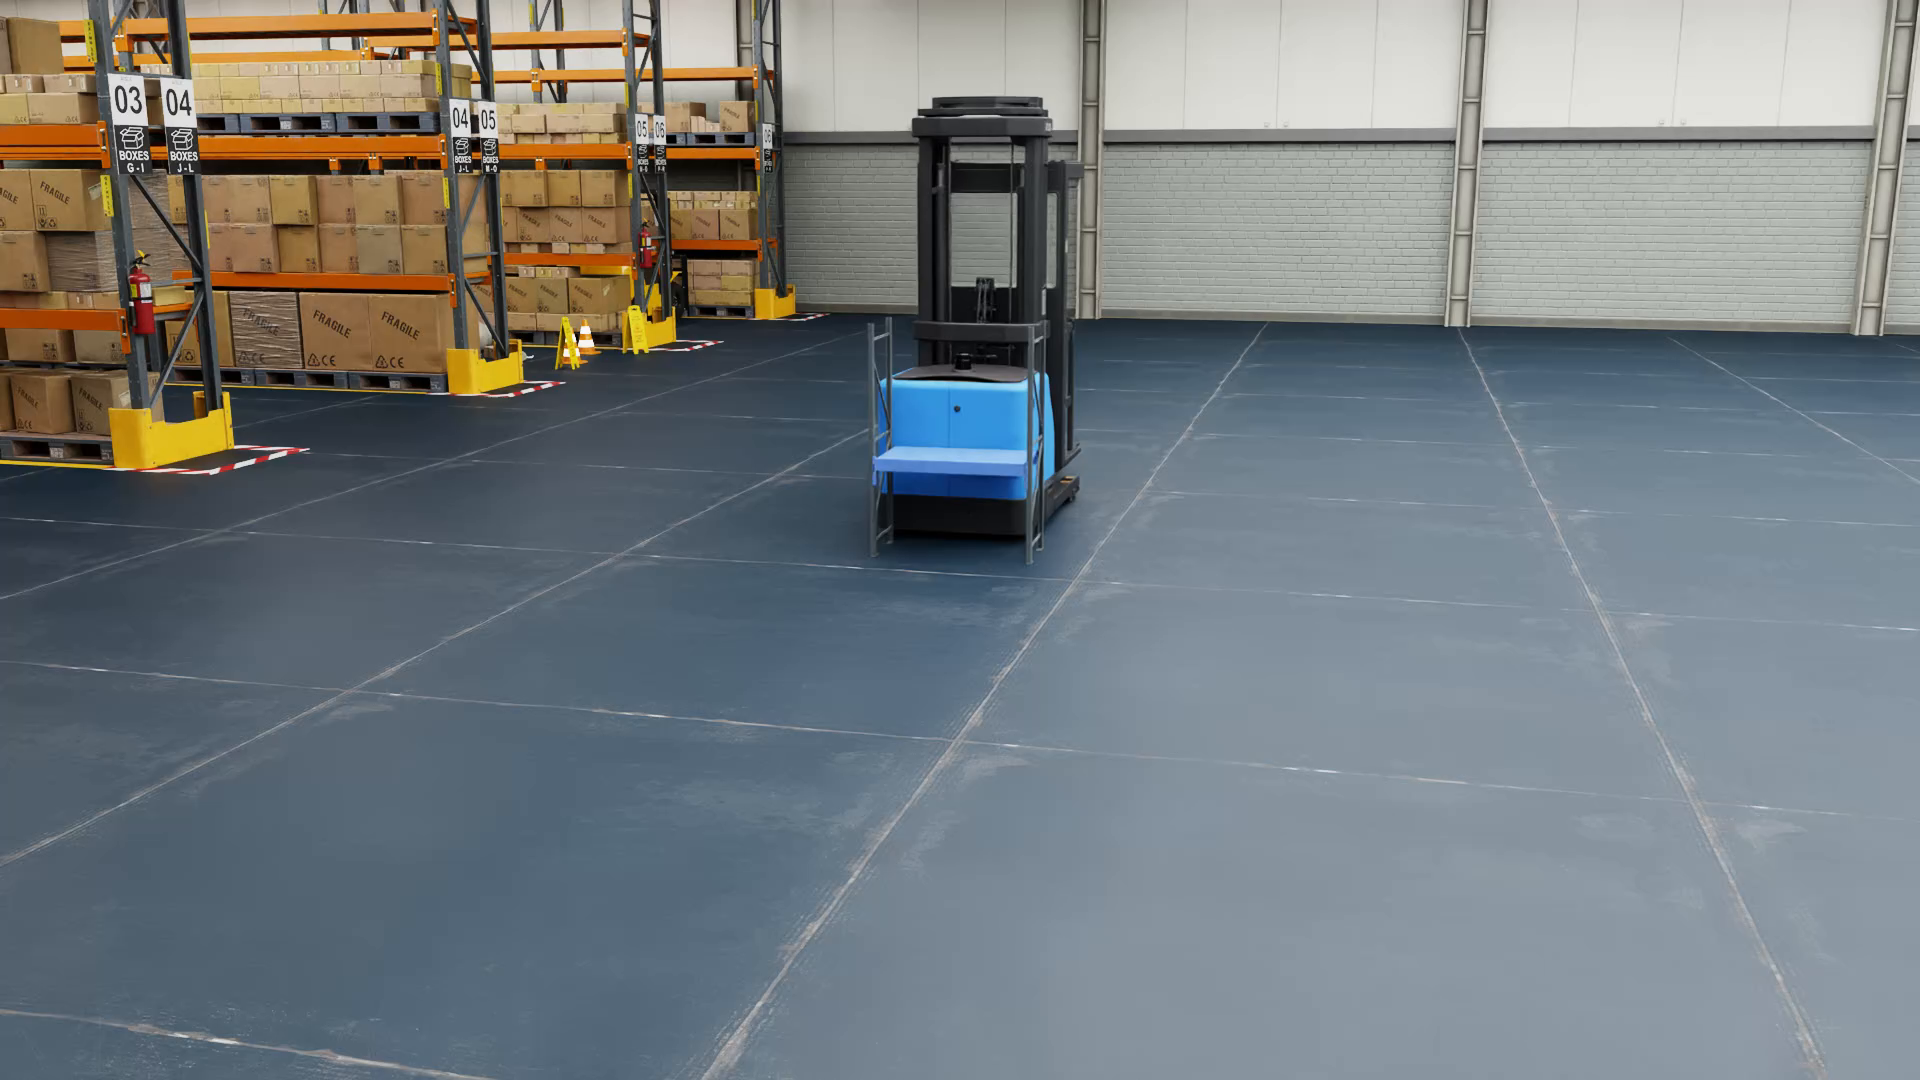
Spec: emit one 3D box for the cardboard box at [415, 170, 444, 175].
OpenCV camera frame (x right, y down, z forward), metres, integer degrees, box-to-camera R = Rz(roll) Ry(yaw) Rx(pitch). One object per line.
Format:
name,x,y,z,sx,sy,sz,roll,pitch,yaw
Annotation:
cardboard box,-7.394,-5.056,23.870,0.500,0.500,0.700,3,13,14

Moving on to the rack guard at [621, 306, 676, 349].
rack guard,-4.450,-3.049,23.823,0.348,0.500,1.175,3,13,14

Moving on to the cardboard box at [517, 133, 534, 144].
cardboard box,-6.026,-5.639,23.381,0.250,0.149,0.380,3,13,12

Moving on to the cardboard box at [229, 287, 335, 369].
cardboard box,-7.878,-2.501,19.519,0.875,0.875,0.875,3,13,14

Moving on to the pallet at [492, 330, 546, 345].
pallet,-6.411,-3.022,24.365,1.213,0.211,1.003,3,13,14

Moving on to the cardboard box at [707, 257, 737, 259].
cardboard box,-4.098,-4.750,28.789,0.500,0.250,0.500,3,13,14

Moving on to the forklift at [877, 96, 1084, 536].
forklift,0.293,-1.731,12.267,1.130,2.935,3.031,3,13,14

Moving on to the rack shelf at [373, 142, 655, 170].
rack shelf,-6.318,-5.483,23.755,4.000,0.370,1.077,3,13,14

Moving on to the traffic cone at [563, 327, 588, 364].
traffic cone,-5.039,-2.527,21.555,0.334,0.463,0.336,3,13,14

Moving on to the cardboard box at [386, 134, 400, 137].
cardboard box,-8.013,-5.746,23.864,0.250,0.149,0.380,3,13,13

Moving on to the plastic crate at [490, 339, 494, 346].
plastic crate,-6.932,-2.794,23.642,0.583,0.080,0.402,-1,13,-6

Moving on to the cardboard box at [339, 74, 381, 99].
cardboard box,-6.492,-5.002,18.389,0.500,0.250,0.500,3,13,14

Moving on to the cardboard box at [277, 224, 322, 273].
cardboard box,-7.413,-3.401,19.289,0.500,0.550,0.875,3,13,14

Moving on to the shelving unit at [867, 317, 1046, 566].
shelving unit,-0.015,-0.646,10.682,1.048,1.500,0.538,3,13,12

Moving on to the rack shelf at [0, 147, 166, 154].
rack shelf,-11.289,-4.644,19.975,4.000,0.370,1.077,3,13,14

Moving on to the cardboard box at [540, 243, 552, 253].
cardboard box,-5.779,-4.175,23.705,0.250,0.149,0.380,3,13,14

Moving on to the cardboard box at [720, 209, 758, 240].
cardboard box,-3.731,-5.329,28.095,0.500,0.500,0.500,3,13,12

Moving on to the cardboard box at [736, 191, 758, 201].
cardboard box,-3.589,-5.795,28.011,0.250,0.149,0.380,3,13,14

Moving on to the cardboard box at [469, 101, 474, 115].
cardboard box,-5.720,-4.900,18.849,0.250,0.149,0.380,3,13,14

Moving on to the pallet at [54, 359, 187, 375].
pallet,-10.115,-2.090,20.166,1.213,0.211,1.003,3,13,14

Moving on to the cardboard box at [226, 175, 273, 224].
cardboard box,-7.945,-3.940,19.228,0.550,0.550,0.875,3,13,14

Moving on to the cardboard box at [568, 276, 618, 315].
cardboard box,-5.217,-3.481,23.646,0.500,0.500,0.500,3,13,14

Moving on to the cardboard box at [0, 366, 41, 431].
cardboard box,-8.545,-1.263,14.800,0.500,0.500,0.500,4,13,19

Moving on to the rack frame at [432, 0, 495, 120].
rack frame,-5.464,-6.148,18.169,0.127,3.000,1.000,3,13,14

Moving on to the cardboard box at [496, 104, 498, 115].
cardboard box,-6.503,-6.056,23.418,0.250,0.149,0.380,3,13,15

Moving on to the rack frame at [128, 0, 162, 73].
rack frame,-14.841,-8.861,30.397,0.127,3.000,1.000,3,13,14

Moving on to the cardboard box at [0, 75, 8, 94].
cardboard box,-7.861,-3.754,13.727,0.250,0.149,0.380,3,13,14

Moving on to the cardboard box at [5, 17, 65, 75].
cardboard box,-8.127,-4.218,14.323,0.500,0.500,0.500,3,13,13

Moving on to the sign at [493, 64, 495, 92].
sign,-5.325,-5.266,18.916,0.005,0.325,0.100,3,13,14

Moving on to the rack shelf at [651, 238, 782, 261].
rack shelf,-5.132,-5.062,28.786,4.000,0.370,1.077,3,13,14

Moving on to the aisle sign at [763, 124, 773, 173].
aisle sign,-3.197,-6.514,27.665,0.004,0.787,0.394,3,13,14

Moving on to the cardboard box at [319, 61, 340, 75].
cardboard box,-6.857,-5.203,18.374,0.250,0.149,0.380,3,13,14

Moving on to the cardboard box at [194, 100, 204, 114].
cardboard box,-8.582,-4.906,18.875,0.250,0.149,0.380,3,13,13

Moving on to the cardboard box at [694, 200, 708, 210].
cardboard box,-4.325,-5.683,28.194,0.250,0.149,0.380,3,13,13

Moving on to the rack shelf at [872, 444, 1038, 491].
rack shelf,-0.015,-0.470,10.721,1.000,0.185,0.538,3,13,12

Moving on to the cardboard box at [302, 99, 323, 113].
cardboard box,-7.102,-4.827,18.519,0.250,0.149,0.380,3,13,14

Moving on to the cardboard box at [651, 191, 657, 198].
cardboard box,-5.080,-5.873,28.364,0.250,0.149,0.380,3,13,14

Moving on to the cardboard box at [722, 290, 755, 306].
cardboard box,-3.723,-4.130,28.303,0.500,0.250,0.500,3,13,14

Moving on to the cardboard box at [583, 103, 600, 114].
cardboard box,-5.017,-5.974,23.046,0.250,0.149,0.380,3,13,15

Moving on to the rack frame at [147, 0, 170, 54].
rack frame,-12.143,-7.609,24.756,0.127,3.000,1.000,3,13,14

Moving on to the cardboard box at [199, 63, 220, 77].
cardboard box,-8.335,-5.282,18.730,0.250,0.149,0.380,3,13,13

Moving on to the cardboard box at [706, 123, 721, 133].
cardboard box,-4.068,-6.884,27.792,0.250,0.149,0.380,3,13,12

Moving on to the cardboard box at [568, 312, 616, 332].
cardboard box,-5.249,-3.115,23.726,0.500,0.250,0.500,3,13,13

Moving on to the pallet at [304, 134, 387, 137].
pallet,-8.834,-5.900,24.411,1.003,0.211,1.213,3,13,14

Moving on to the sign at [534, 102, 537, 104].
sign,-7.195,-7.273,28.244,0.005,0.325,0.100,3,13,14

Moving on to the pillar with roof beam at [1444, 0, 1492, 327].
pillar with roof beam,6.968,-6.936,21.720,0.400,9.000,9.100,3,13,14

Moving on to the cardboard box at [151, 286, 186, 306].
cardboard box,-6.970,-2.124,14.461,0.250,0.149,0.380,3,13,14

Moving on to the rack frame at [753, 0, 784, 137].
rack frame,-3.191,-8.238,27.590,0.127,3.000,1.000,3,13,14

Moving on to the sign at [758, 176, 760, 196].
sign,-3.334,-5.877,27.578,0.005,0.325,0.100,3,13,14

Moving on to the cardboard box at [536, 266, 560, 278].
cardboard box,-5.832,-3.816,23.660,0.250,0.149,0.380,3,13,14

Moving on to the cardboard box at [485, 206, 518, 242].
cardboard box,-6.427,-4.514,23.735,0.500,0.500,0.500,3,13,14
